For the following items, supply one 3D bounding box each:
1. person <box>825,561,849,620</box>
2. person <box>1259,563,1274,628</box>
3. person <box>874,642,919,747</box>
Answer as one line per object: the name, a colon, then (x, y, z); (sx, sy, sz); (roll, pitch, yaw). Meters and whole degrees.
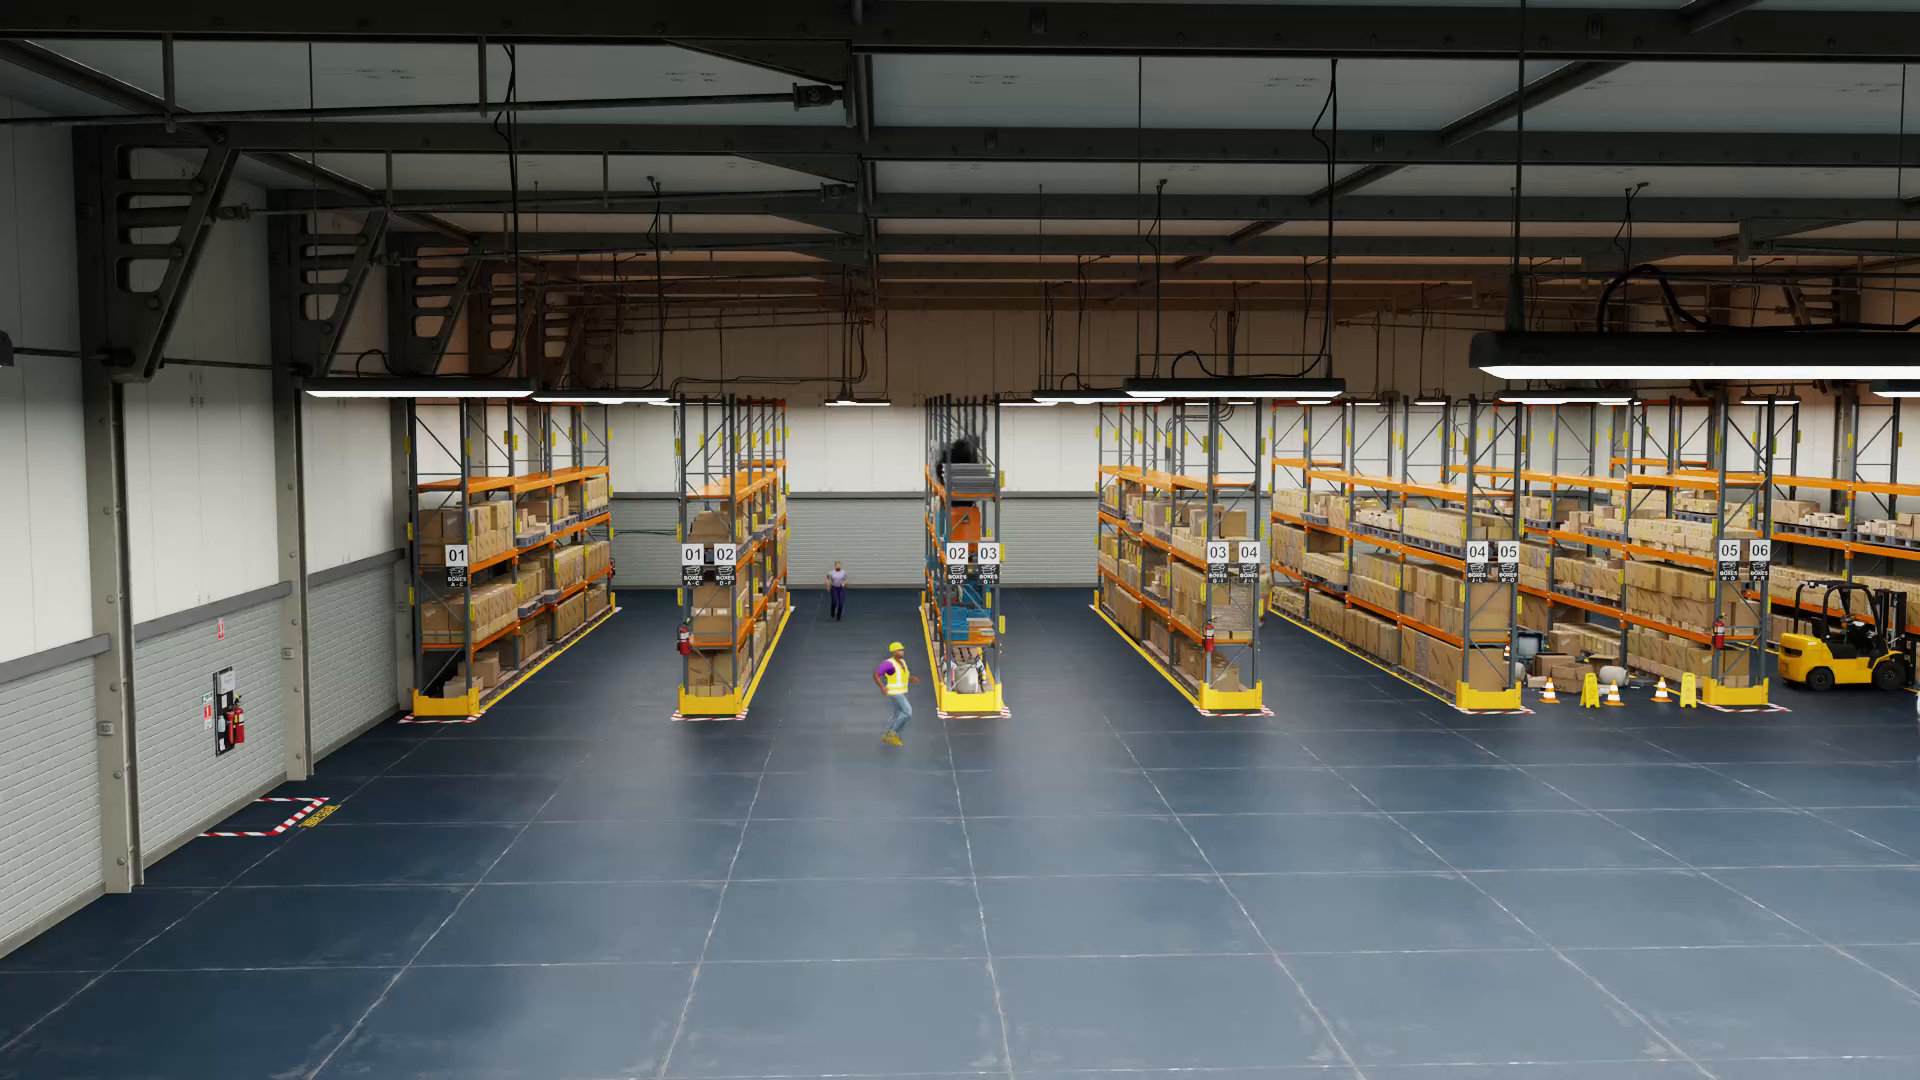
person: (-3.299, 1.371, 44.862); (0.596, 1.598, 0.558); (-1, 5, -14)
person: (7.942, 1.451, 43.601); (0.558, 1.705, 0.652); (0, 5, -4)
person: (-1.036, 2.616, 28.195); (0.691, 1.765, 0.676); (2, 5, 23)
